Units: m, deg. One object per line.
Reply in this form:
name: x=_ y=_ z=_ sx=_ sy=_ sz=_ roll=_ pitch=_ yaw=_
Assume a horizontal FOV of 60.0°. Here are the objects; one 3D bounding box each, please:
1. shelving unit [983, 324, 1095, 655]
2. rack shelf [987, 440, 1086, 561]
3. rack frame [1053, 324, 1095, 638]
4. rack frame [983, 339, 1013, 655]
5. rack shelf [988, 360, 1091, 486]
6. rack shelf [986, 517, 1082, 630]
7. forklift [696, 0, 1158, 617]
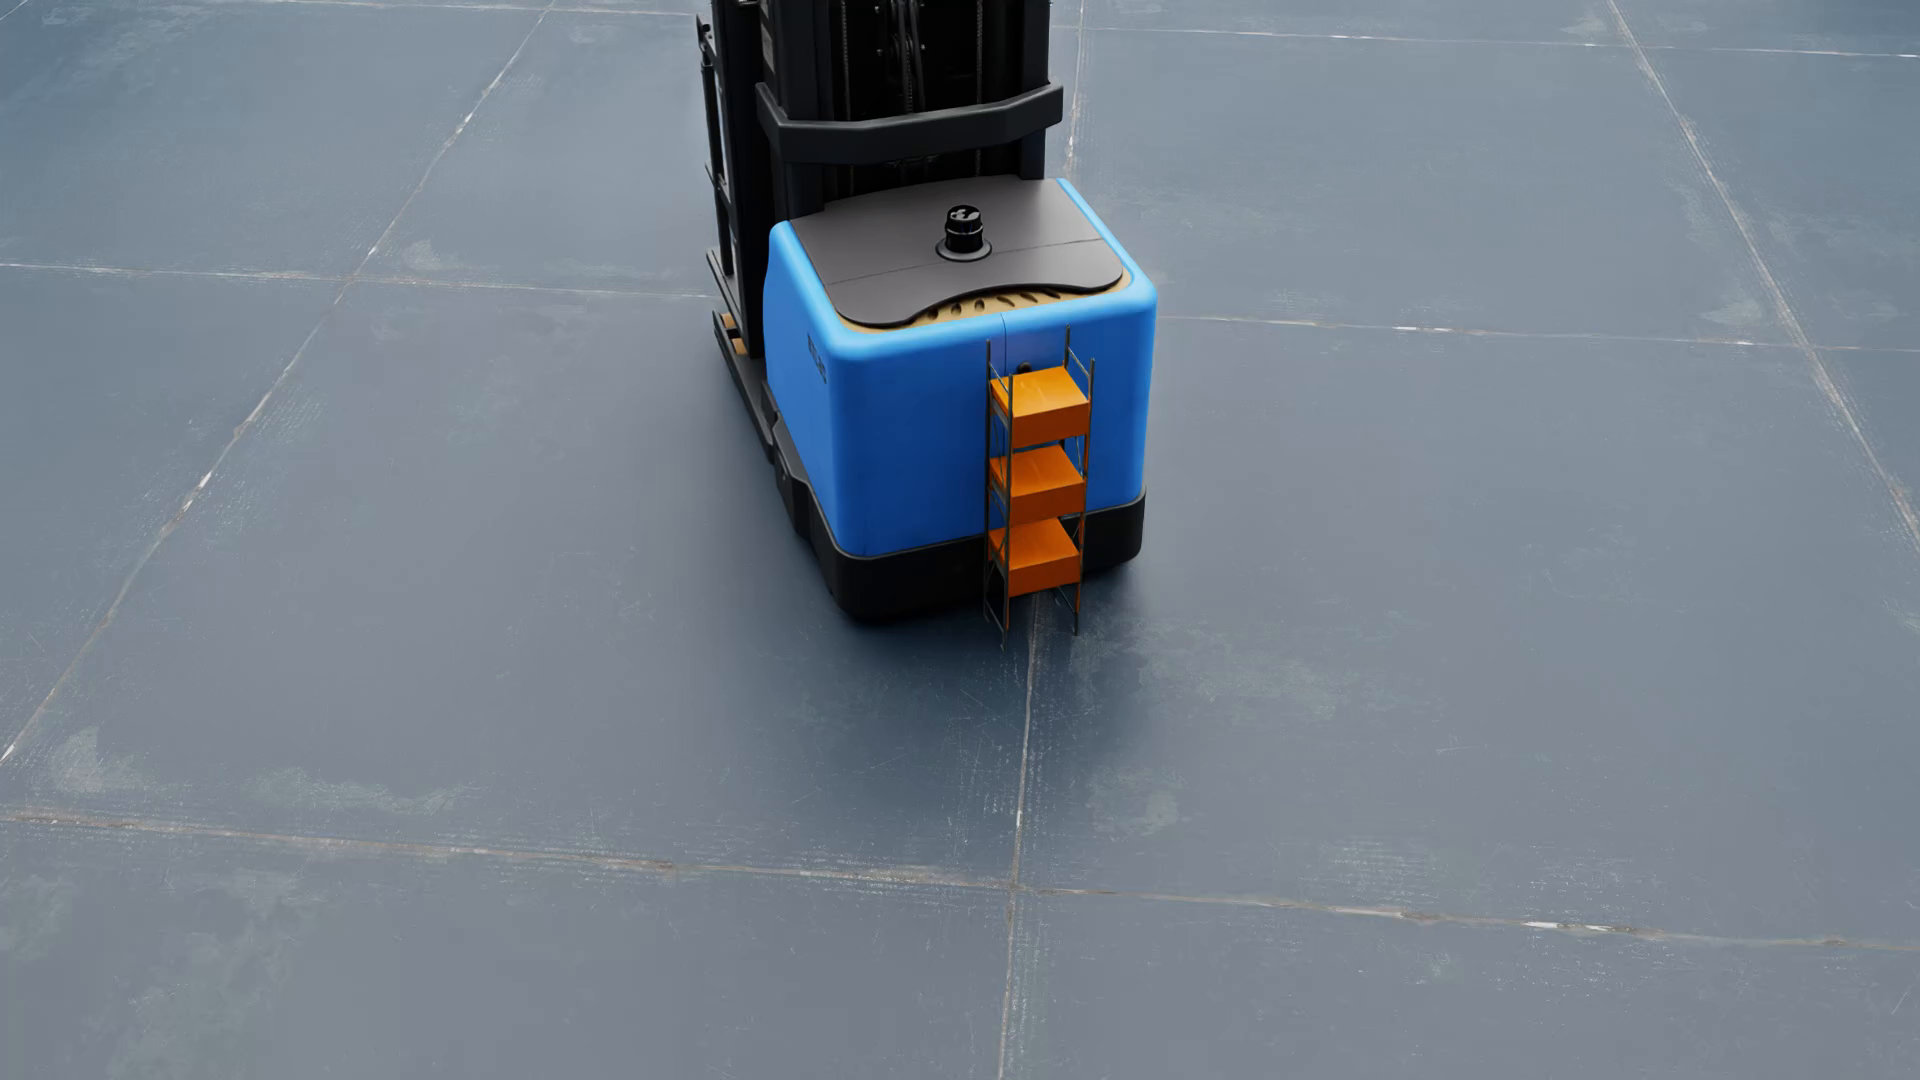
shelving unit: x=0.227 y=-0.130 z=5.026 sx=0.252 sy=1.050 sz=0.215 roll=-12 pitch=41 yaw=-15
rack shelf: x=0.227 y=-0.122 z=5.033 sx=0.240 sy=0.259 sz=0.215 roll=-12 pitch=41 yaw=-15
rack frame: x=0.342 y=-0.155 z=5.057 sx=0.008 sy=1.050 sz=0.200 roll=-12 pitch=41 yaw=-15
rack frame: x=0.111 y=-0.105 z=4.995 sx=0.008 sy=1.050 sz=0.200 roll=-12 pitch=41 yaw=-15
rack shelf: x=0.227 y=-0.342 z=4.854 sx=0.240 sy=0.259 sz=0.215 roll=-12 pitch=41 yaw=-15
rack shelf: x=0.227 y=0.094 z=5.208 sx=0.240 sy=0.259 sz=0.215 roll=-12 pitch=41 yaw=-15
forklift: x=-0.338 y=-1.829 z=5.623 sx=1.130 sy=2.935 sz=3.031 roll=-12 pitch=41 yaw=-14
